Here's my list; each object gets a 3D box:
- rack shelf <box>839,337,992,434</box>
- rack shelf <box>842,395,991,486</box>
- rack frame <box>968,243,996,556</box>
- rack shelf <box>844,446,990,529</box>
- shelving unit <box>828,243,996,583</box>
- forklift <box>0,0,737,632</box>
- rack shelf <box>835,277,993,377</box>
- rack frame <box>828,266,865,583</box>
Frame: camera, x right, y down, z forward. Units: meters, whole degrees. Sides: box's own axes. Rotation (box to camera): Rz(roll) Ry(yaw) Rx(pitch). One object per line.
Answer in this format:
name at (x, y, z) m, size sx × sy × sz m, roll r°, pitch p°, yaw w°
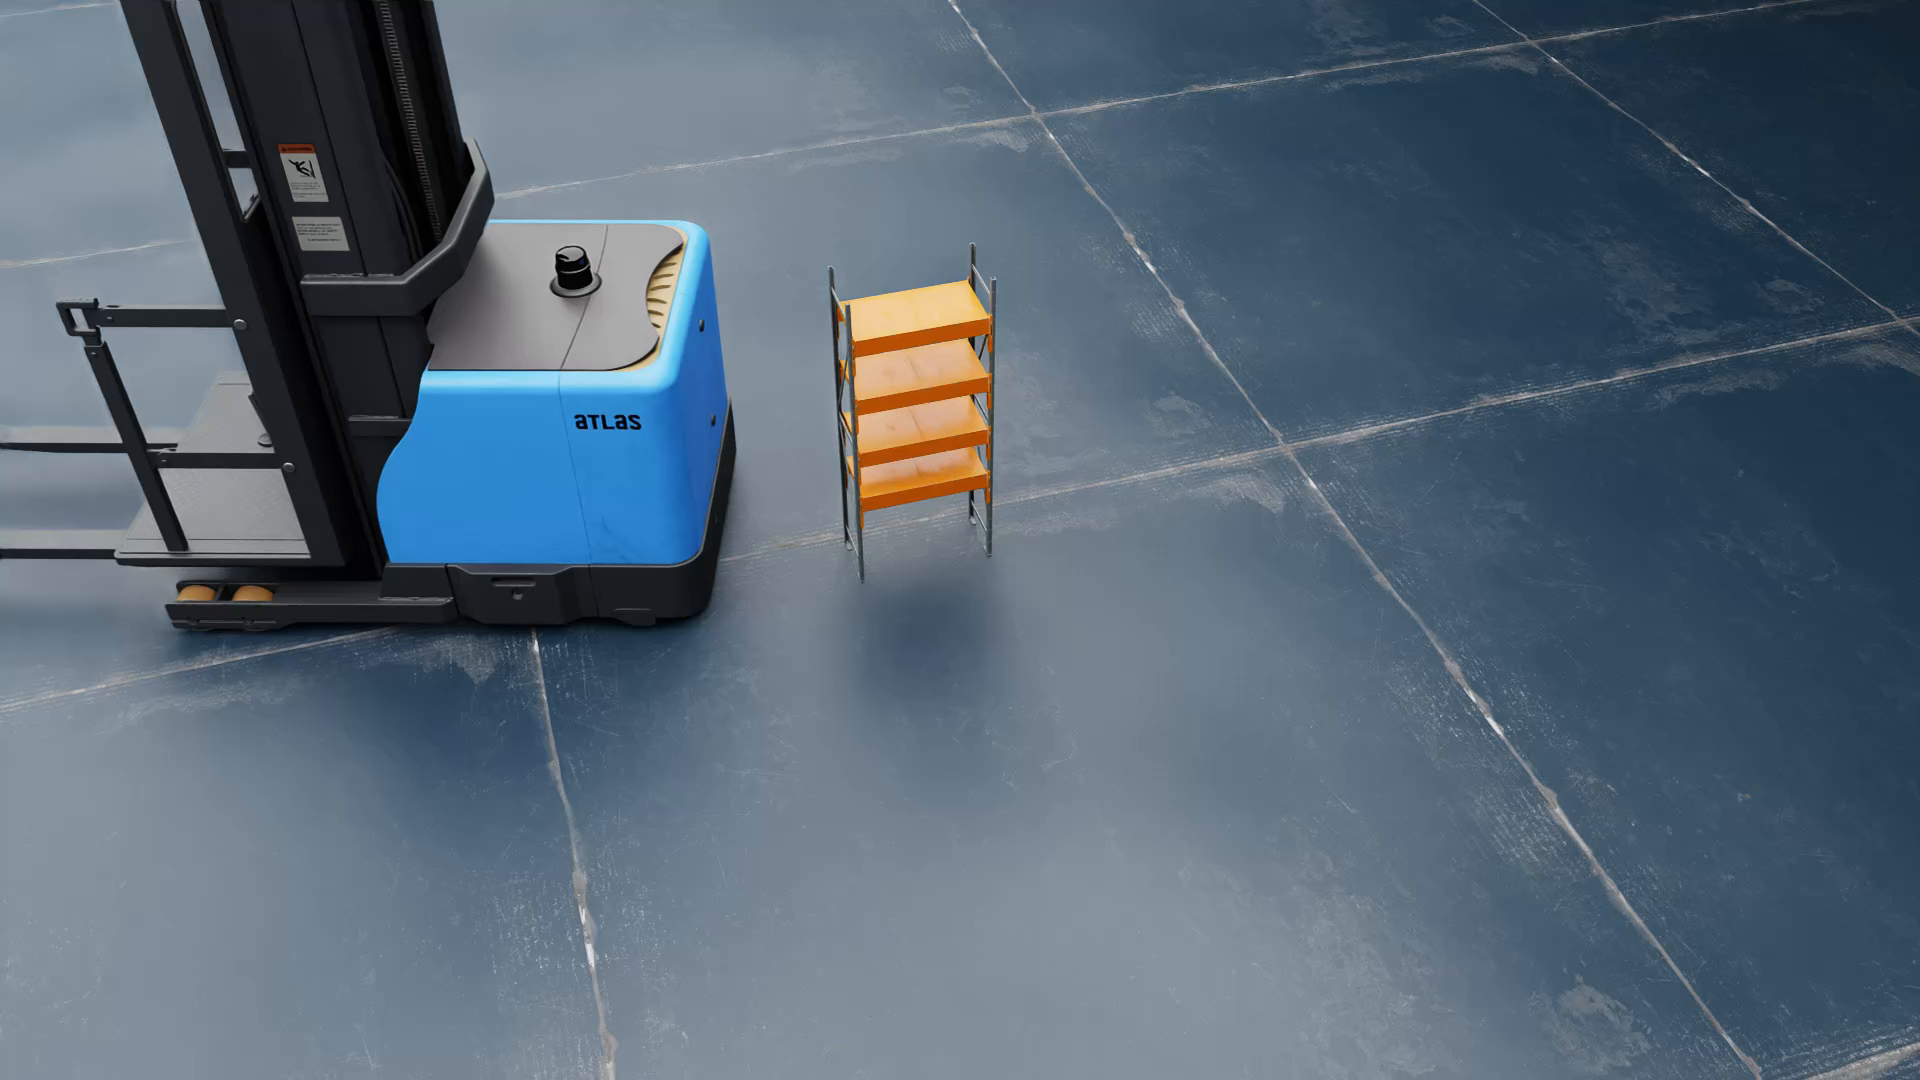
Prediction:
rack shelf at (-0.158, -0.537, 5.715) m, size 0.480 × 0.148 × 0.258 m, roll -12°, pitch 42°, yaw -13°
rack shelf at (-0.158, -0.368, 5.862) m, size 0.480 × 0.148 × 0.258 m, roll -12°, pitch 42°, yaw -13°
rack frame at (0.075, -0.467, 5.873) m, size 0.015 × 1.200 × 0.240 m, roll -12°, pitch 42°, yaw -13°
rack shelf at (-0.158, -0.219, 5.993) m, size 0.480 × 0.148 × 0.258 m, roll -12°, pitch 42°, yaw -13°
shelving unit at (-0.158, -0.419, 5.818) m, size 0.503 × 1.200 × 0.258 m, roll -12°, pitch 42°, yaw -13°
forklift at (-2.397, -1.129, 5.315) m, size 3.031 × 2.935 × 1.130 m, roll 0°, pitch 41°, yaw 0°
rack shelf at (-0.158, -0.715, 5.559) m, size 0.480 × 0.148 × 0.258 m, roll -12°, pitch 42°, yaw -13°
rack frame at (-0.391, -0.371, 5.763) m, size 0.015 × 1.200 × 0.240 m, roll -12°, pitch 42°, yaw -13°
